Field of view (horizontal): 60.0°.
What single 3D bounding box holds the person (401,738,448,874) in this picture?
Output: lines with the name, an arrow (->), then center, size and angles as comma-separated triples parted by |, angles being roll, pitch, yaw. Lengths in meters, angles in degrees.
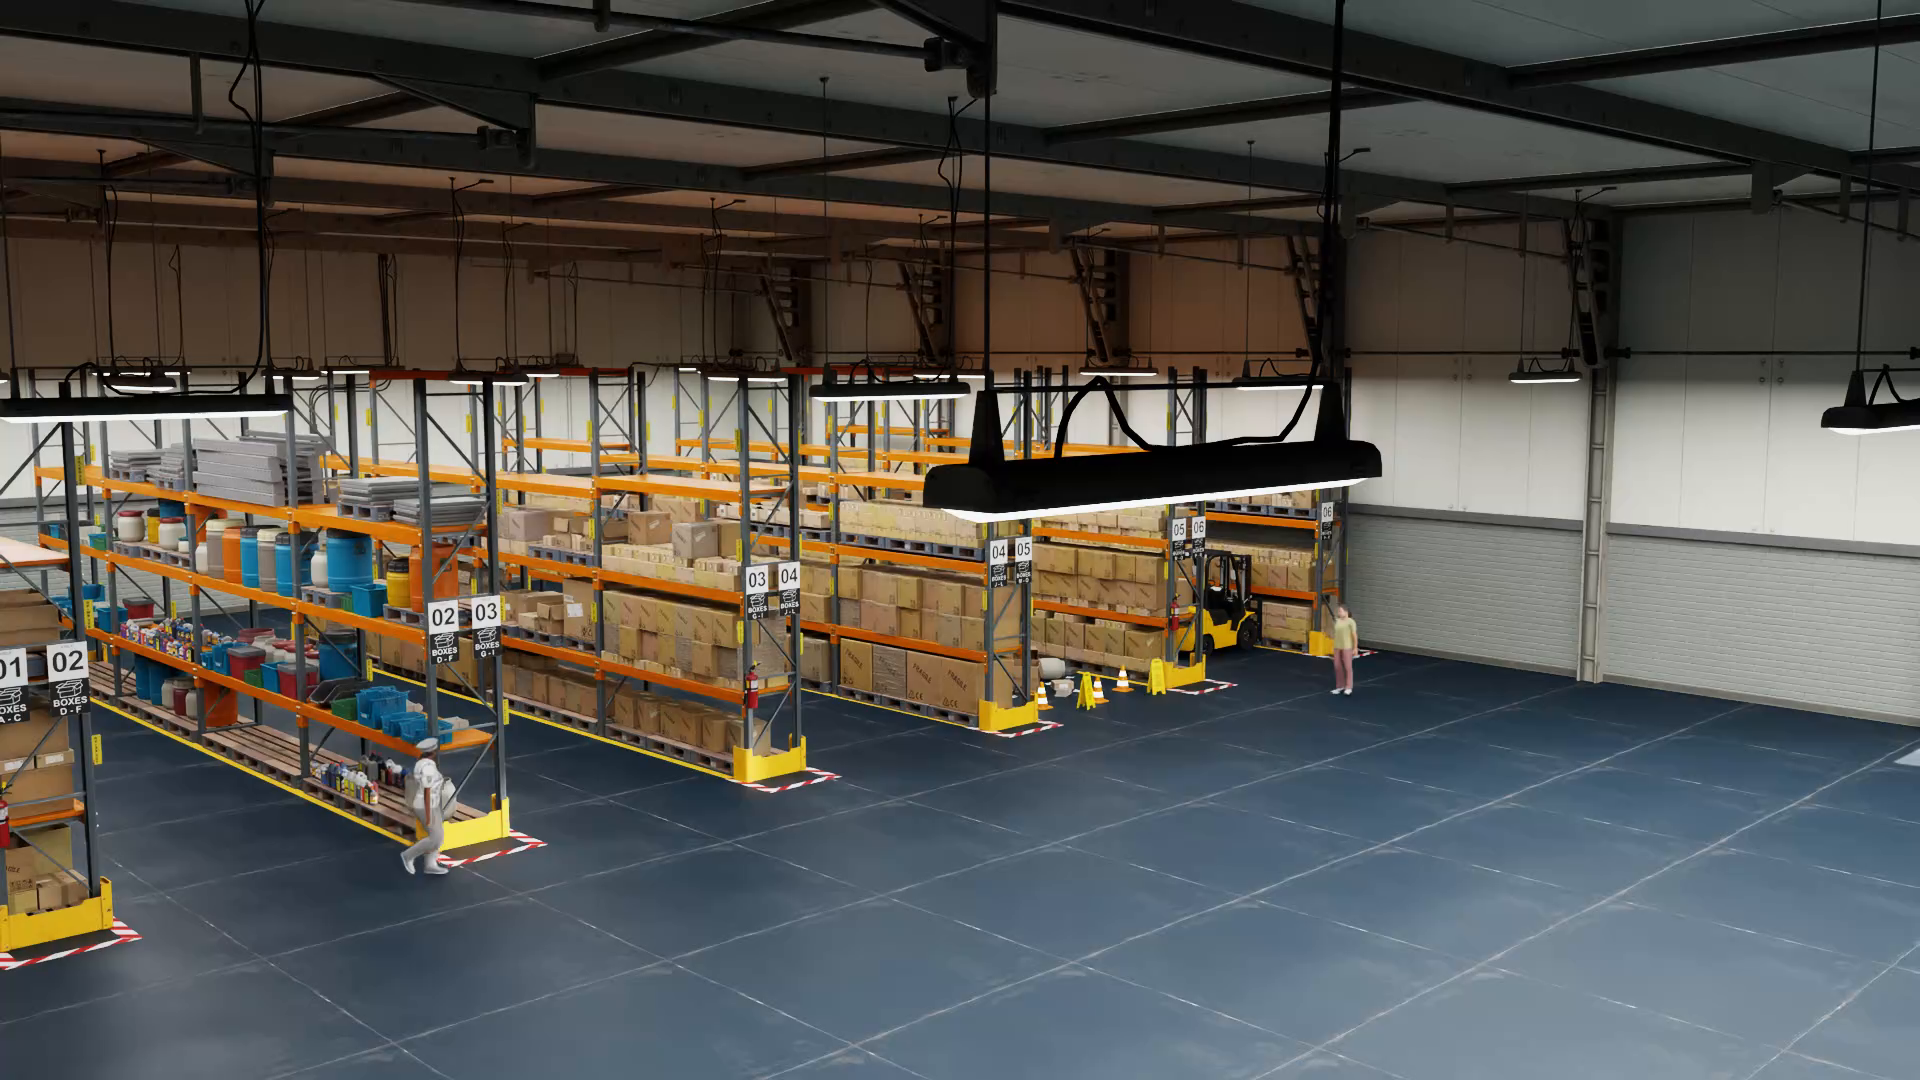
person -> -6.485, 3.234, 20.083 | 0.523, 1.664, 0.486 | -1, 6, -5

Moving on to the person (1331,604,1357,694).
person -> 7.134, 2.033, 30.844 | 0.550, 1.709, 0.357 | 6, 9, 43
